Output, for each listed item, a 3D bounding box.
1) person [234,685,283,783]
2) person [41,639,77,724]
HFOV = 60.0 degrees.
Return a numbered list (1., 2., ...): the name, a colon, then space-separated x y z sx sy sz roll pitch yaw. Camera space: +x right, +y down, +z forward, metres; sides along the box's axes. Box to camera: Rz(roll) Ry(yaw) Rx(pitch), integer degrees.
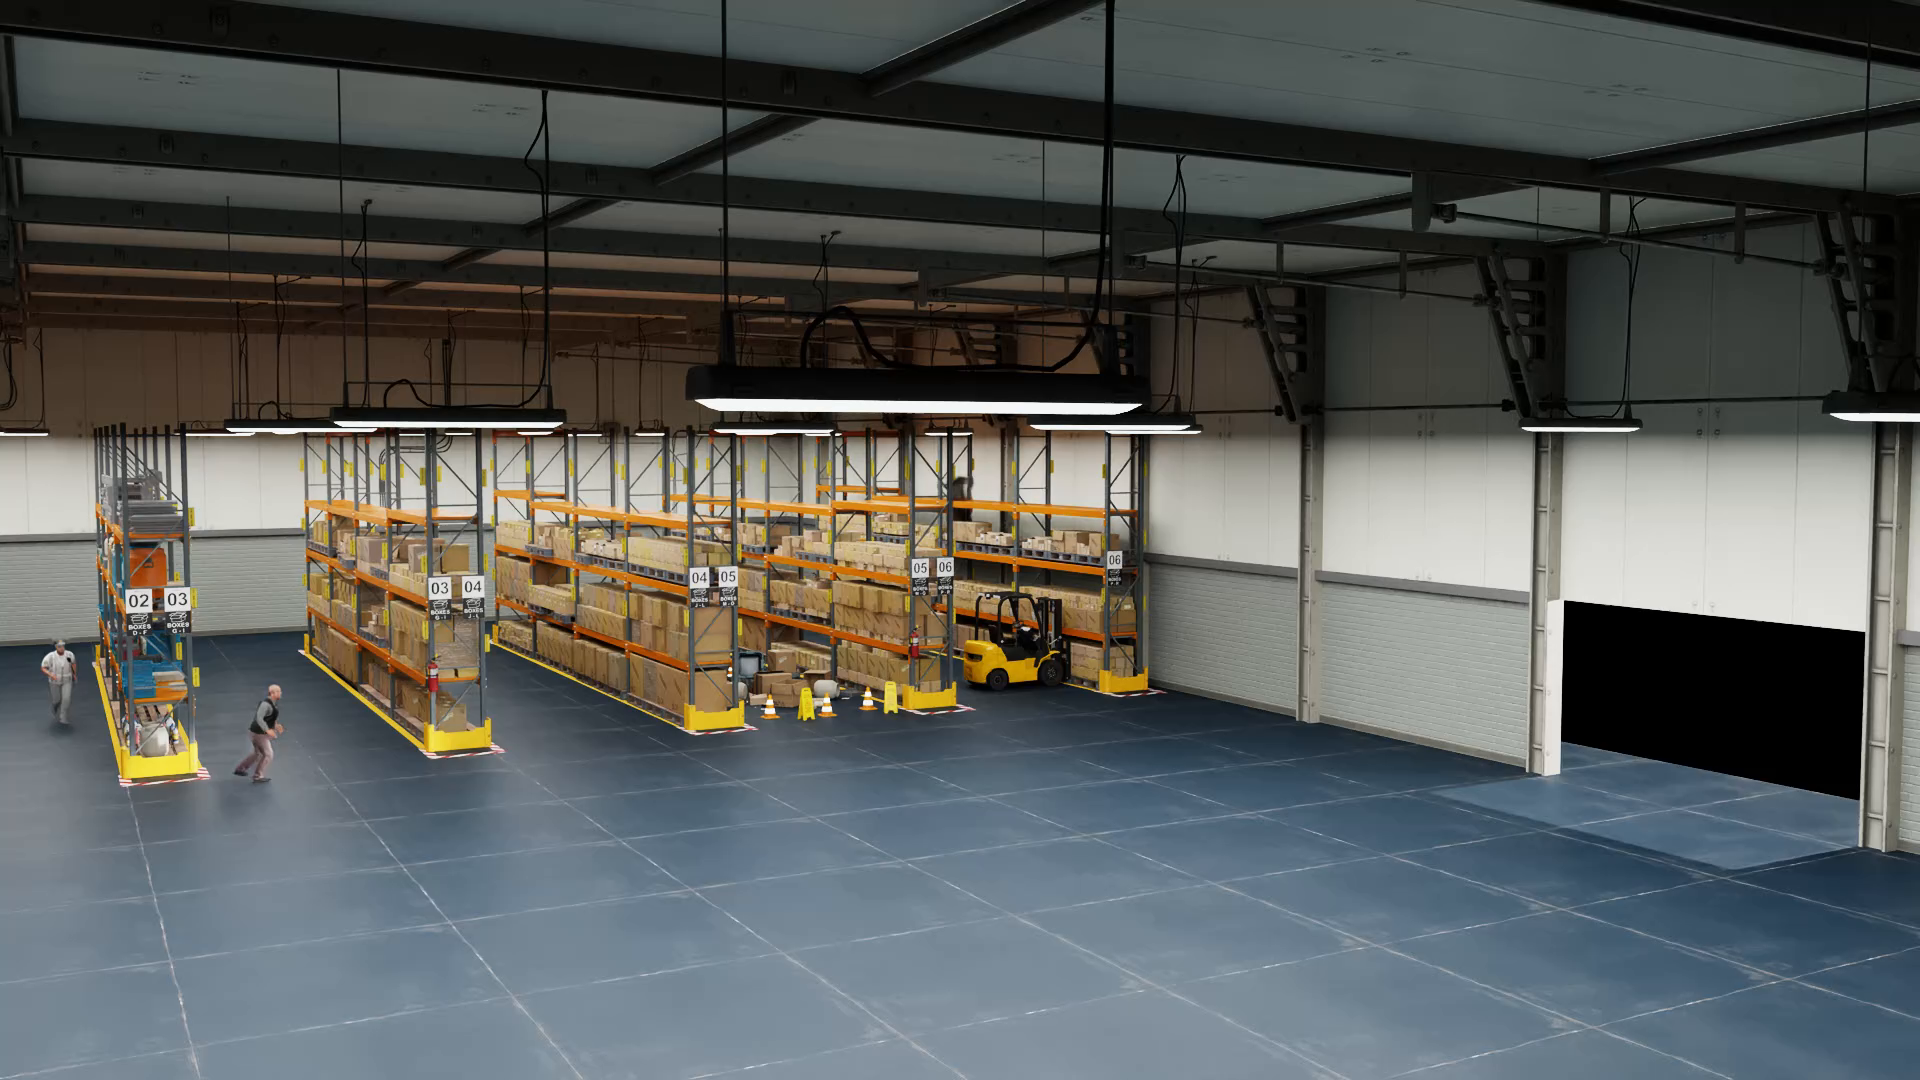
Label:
1. person: -11.706 3.230 27.717 0.810 1.631 0.659 -1 4 -15
2. person: -18.195 2.840 33.604 0.659 1.726 0.776 -2 4 -36
